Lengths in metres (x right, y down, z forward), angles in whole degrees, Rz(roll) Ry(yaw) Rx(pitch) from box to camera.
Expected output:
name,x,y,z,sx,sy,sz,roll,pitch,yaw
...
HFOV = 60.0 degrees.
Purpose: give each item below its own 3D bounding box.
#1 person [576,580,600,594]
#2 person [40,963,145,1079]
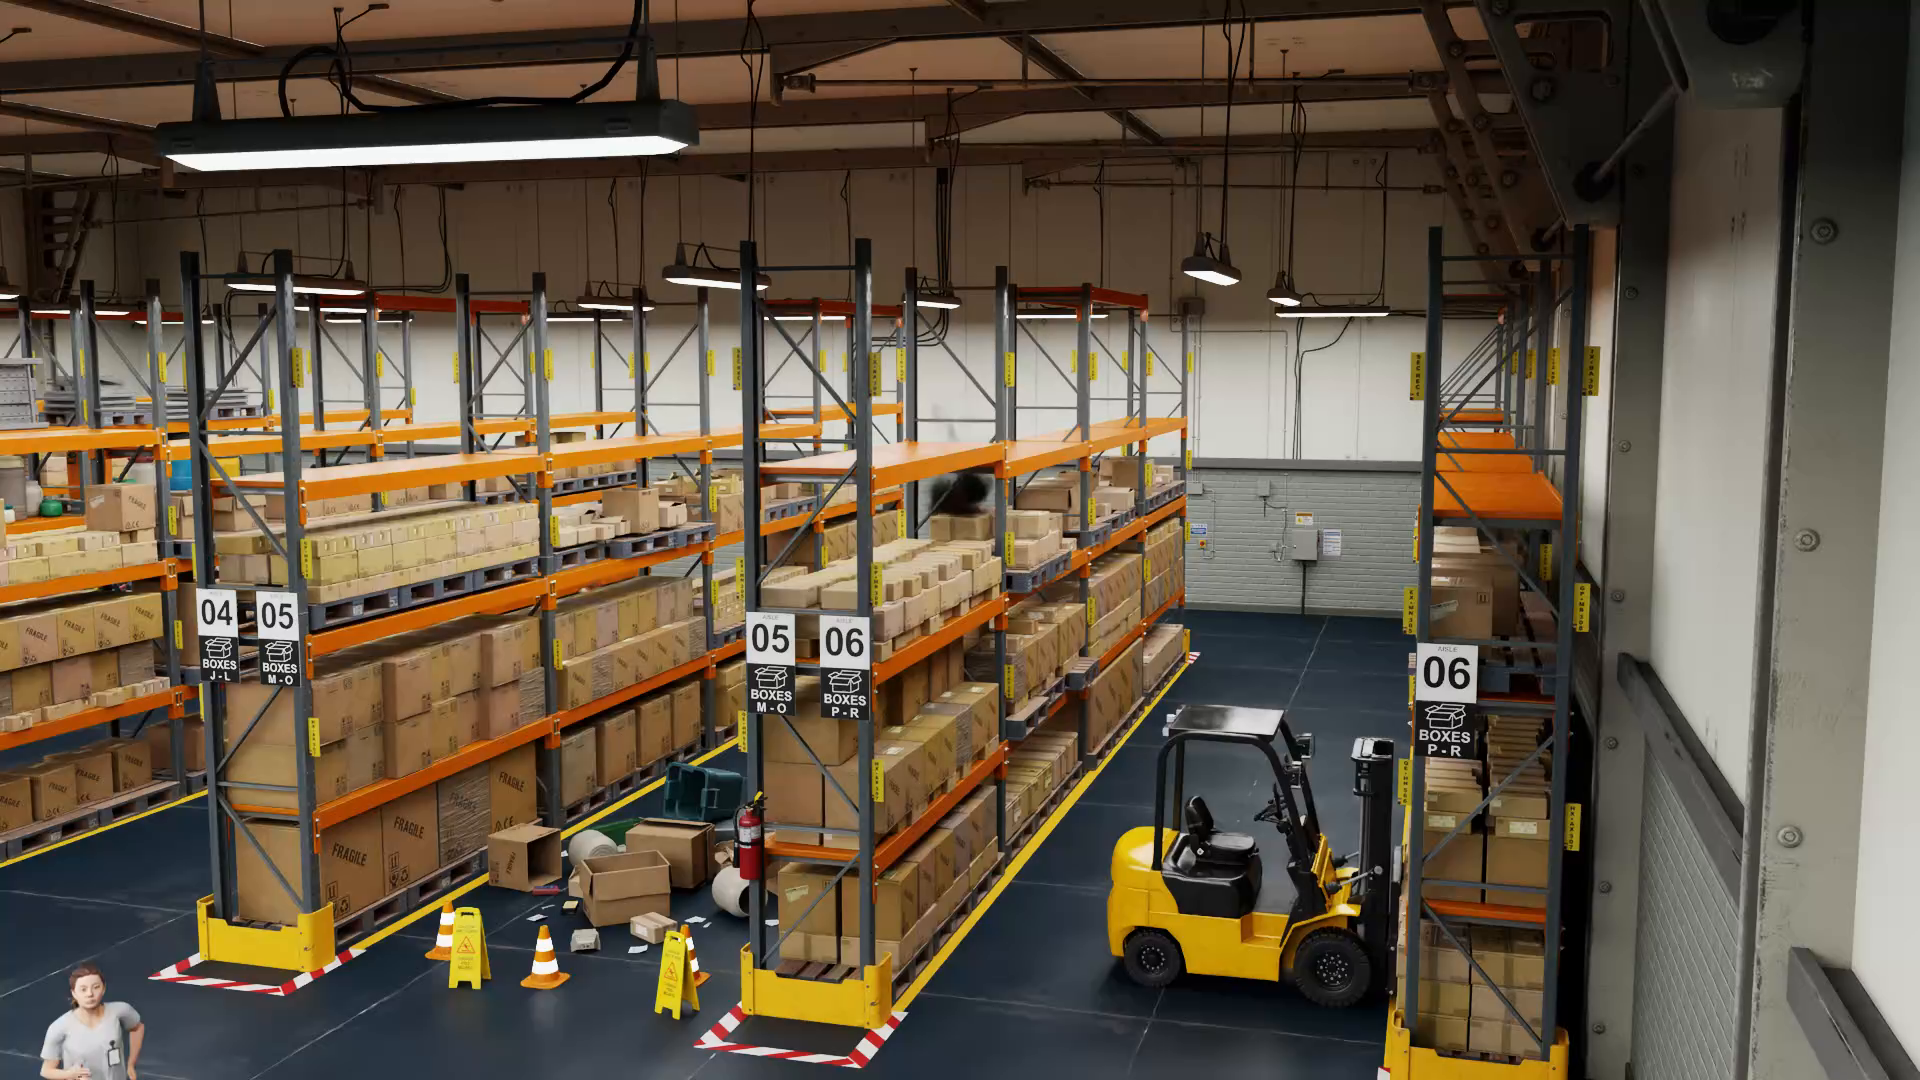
name,x,y,z,sx,sy,sz,roll,pitch,yaw
person,-5.705,1.383,25.881,0.643,1.845,0.775,2,7,14
person,-4.949,3.272,9.541,0.547,1.723,0.716,-4,7,-30
